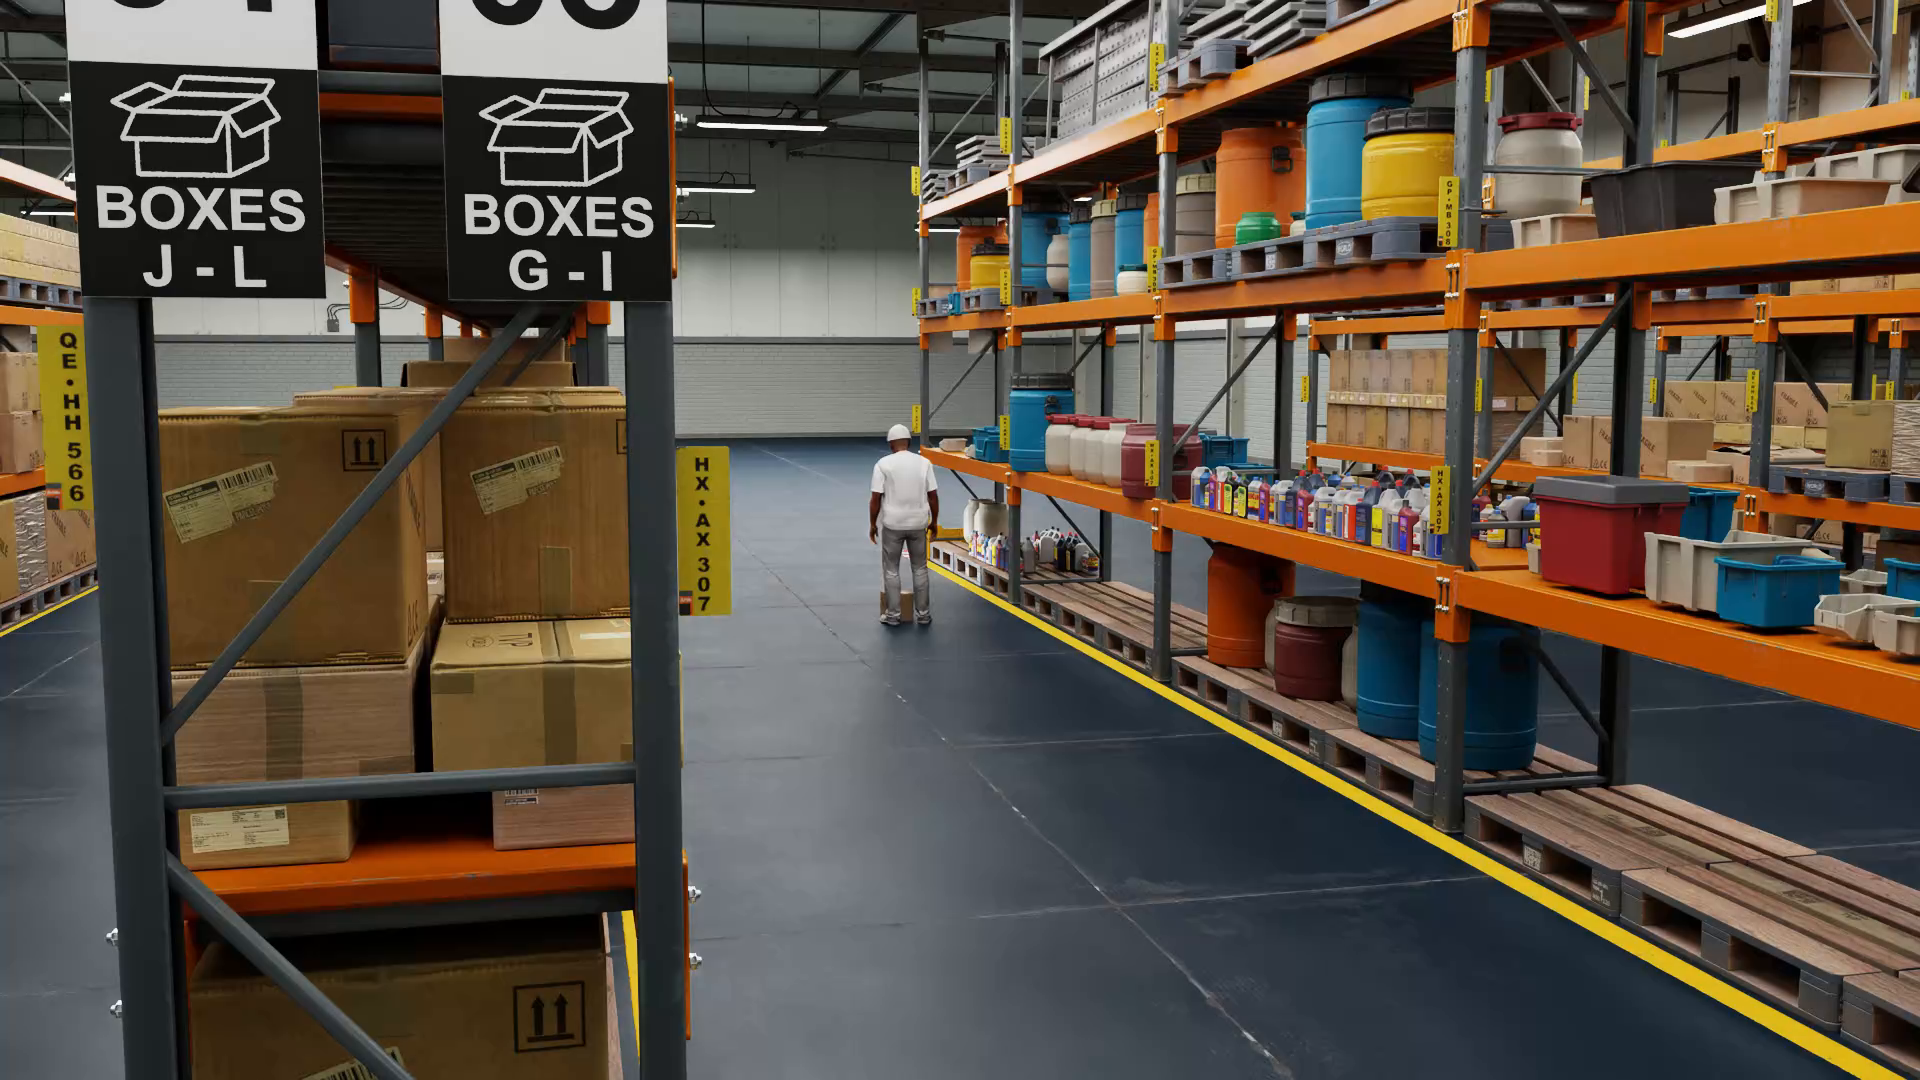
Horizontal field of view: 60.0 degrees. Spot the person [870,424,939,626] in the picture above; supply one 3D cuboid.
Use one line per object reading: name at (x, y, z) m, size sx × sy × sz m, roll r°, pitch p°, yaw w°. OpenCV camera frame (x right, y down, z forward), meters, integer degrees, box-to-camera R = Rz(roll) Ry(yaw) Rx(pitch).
person at (-0.495, -0.136, 14.648) m, size 0.626 × 1.760 × 0.458 m, roll -2°, pitch 6°, yaw -15°
